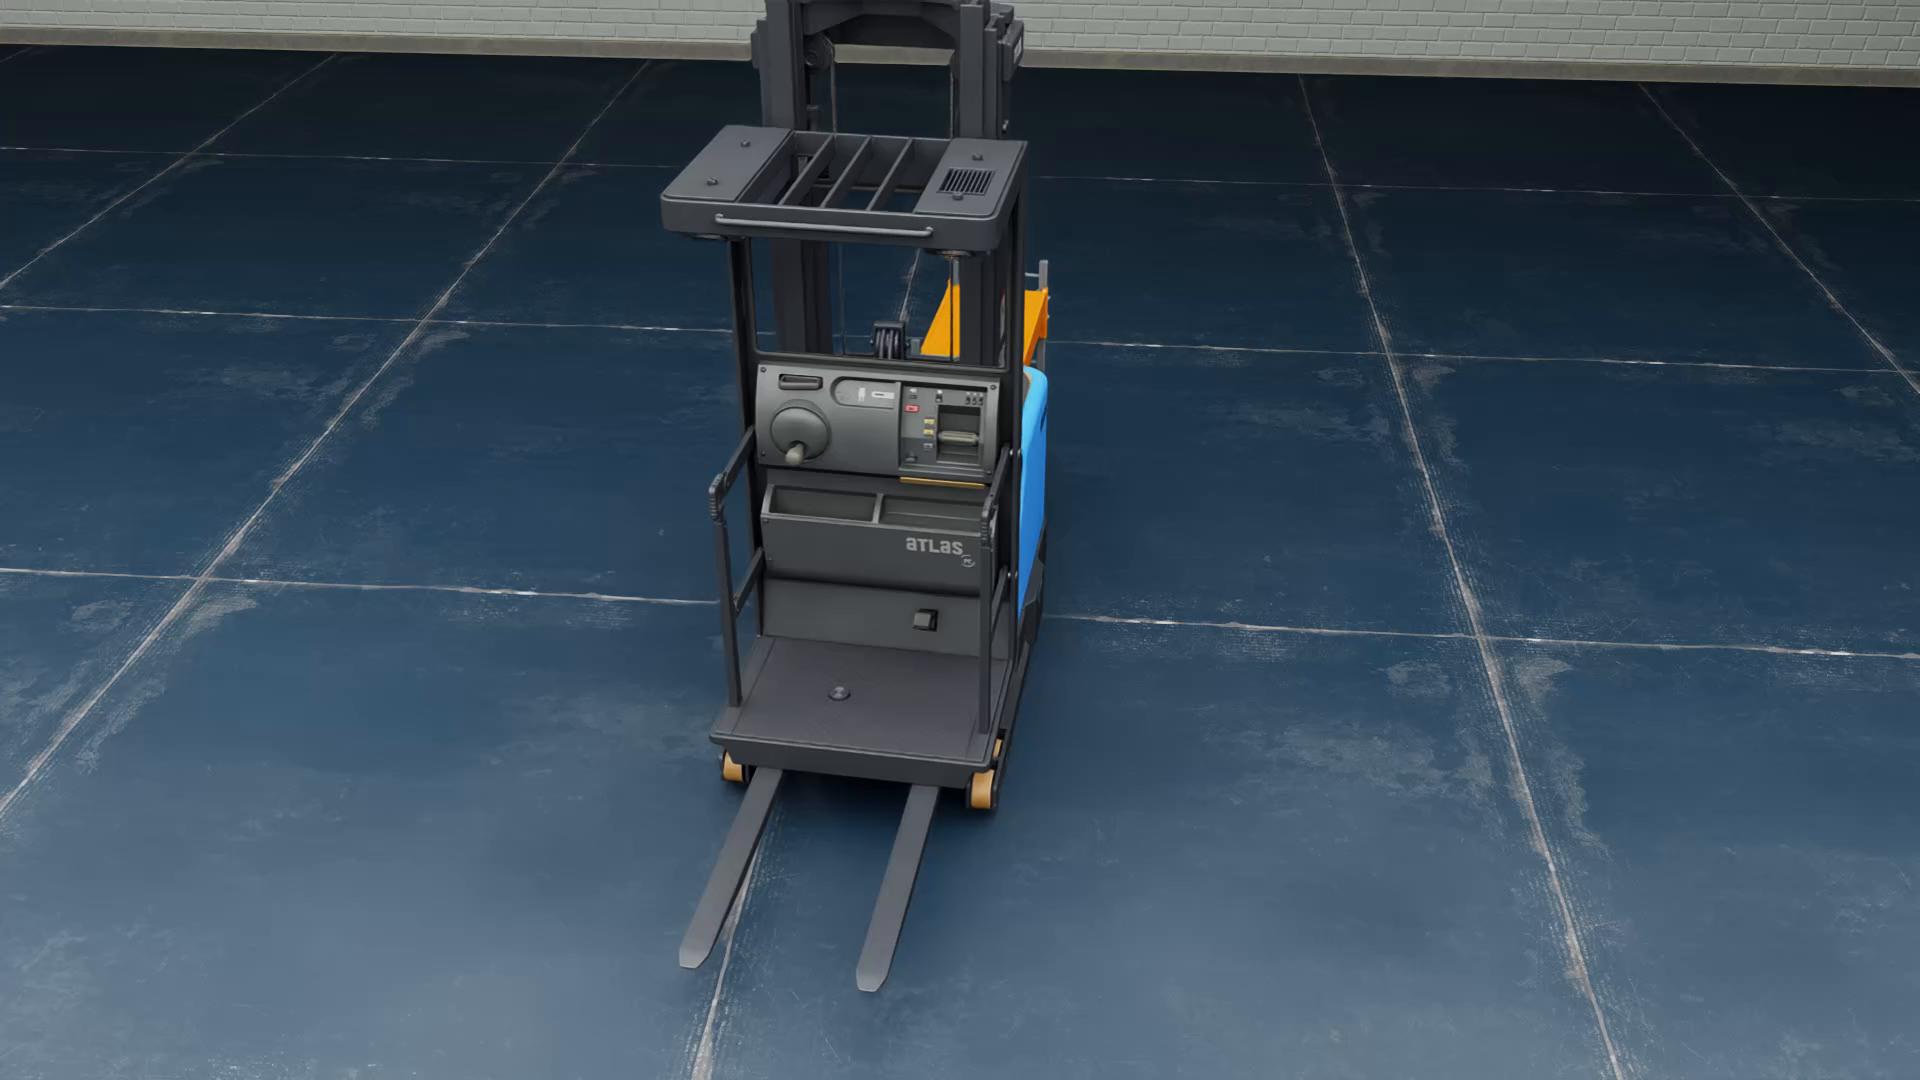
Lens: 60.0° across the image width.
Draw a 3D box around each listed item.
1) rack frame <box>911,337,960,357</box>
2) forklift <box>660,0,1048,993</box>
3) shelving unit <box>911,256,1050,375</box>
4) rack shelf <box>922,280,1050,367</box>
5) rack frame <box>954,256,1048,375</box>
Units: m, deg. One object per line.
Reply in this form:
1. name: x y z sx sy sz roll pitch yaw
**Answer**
1. rack frame: 0.026 -0.421 7.860 0.500 1.125 0.032 5 32 8
2. forklift: -0.349 -0.394 6.095 1.130 2.935 3.031 5 32 8
3. shelving unit: 0.111 -0.683 8.287 0.538 1.125 1.048 5 32 8
4. rack shelf: 0.111 -0.933 8.133 0.538 0.278 1.000 5 32 8
5. rack frame: 0.197 -0.946 8.713 0.500 1.125 0.032 5 32 8
